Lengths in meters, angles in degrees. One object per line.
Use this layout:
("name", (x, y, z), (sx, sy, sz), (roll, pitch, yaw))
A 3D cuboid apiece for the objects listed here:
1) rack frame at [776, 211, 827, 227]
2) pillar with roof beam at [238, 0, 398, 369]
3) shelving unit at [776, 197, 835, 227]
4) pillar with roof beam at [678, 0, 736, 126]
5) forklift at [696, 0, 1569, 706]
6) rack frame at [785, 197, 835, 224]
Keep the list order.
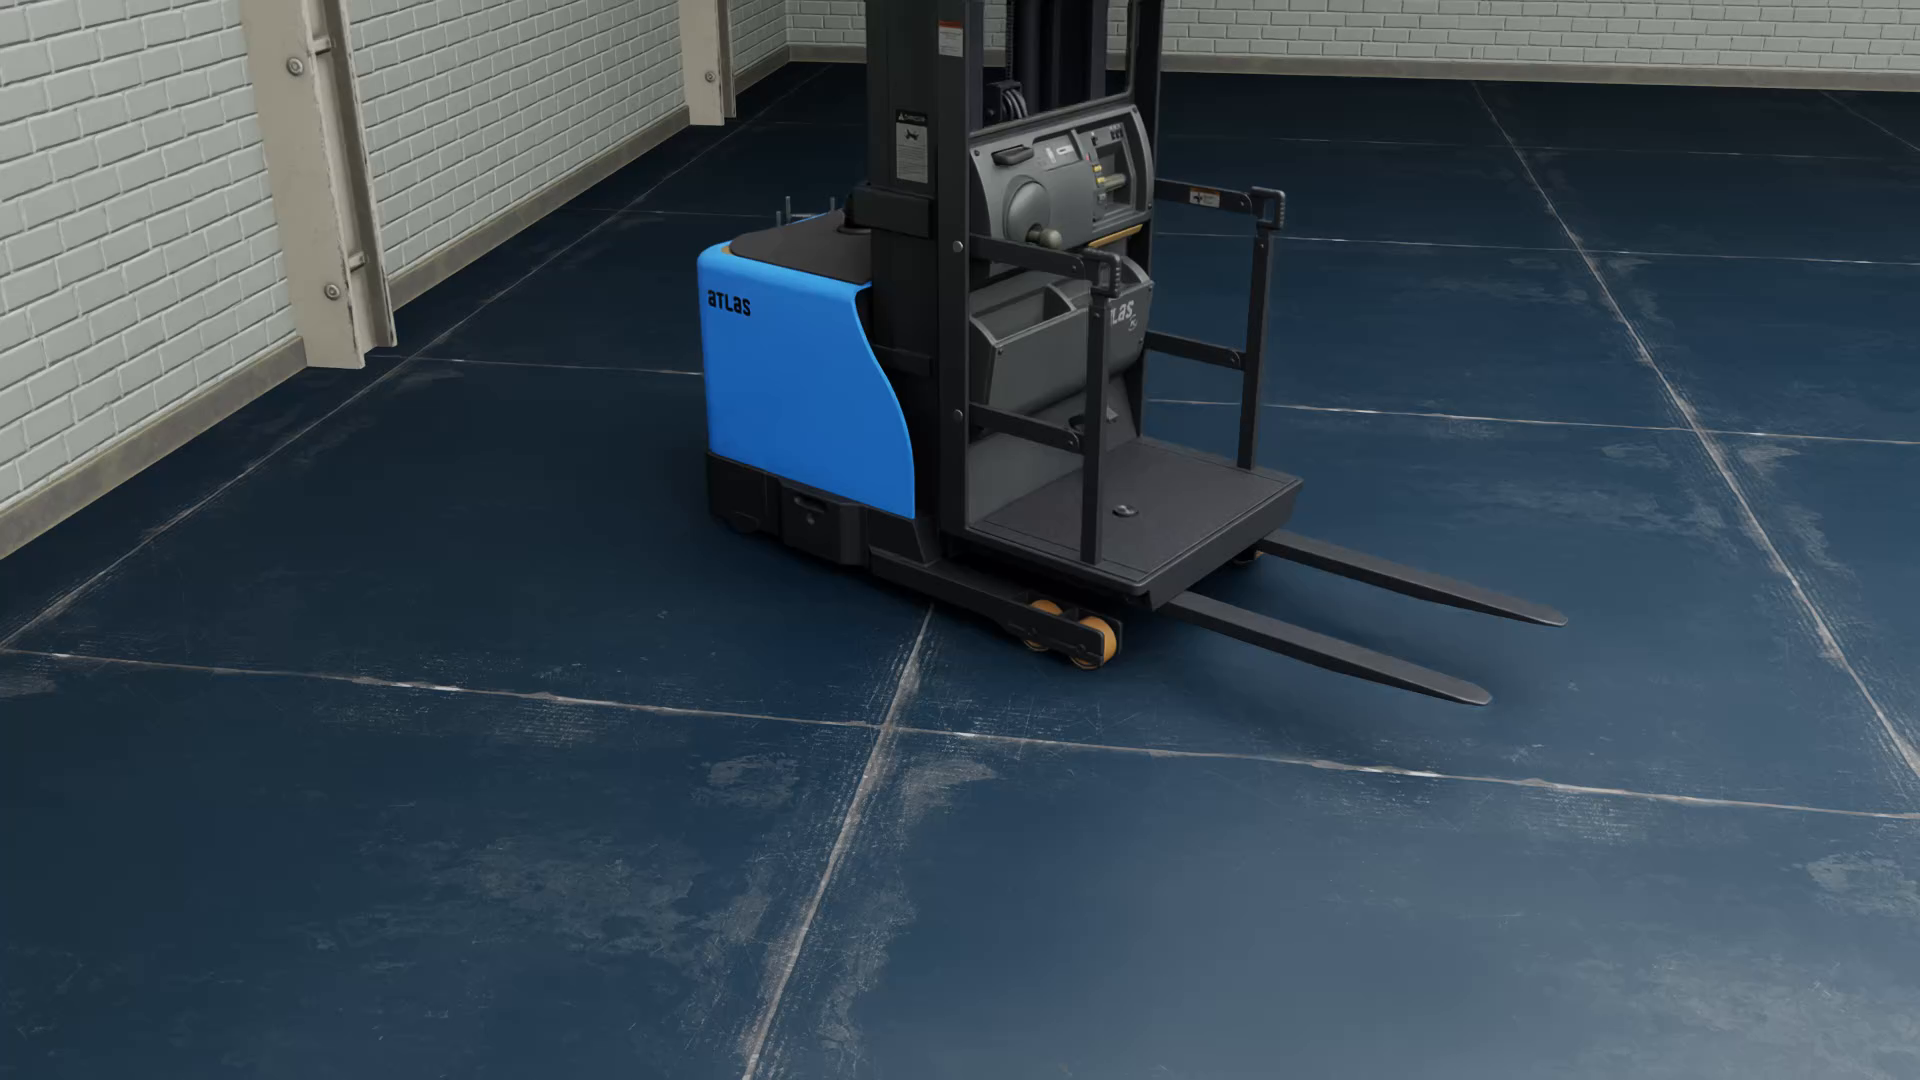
("rack frame", (-0.622, -0.811, 6.745), (0.200, 1.050, 0.008), (1, 25, 3))
("pillar with roof beam", (1.238, -4.694, 5.663), (9.100, 9.000, 0.400), (4, 25, 9))
("shelving unit", (-0.615, -0.863, 6.855), (0.215, 1.050, 0.252), (1, 25, 3))
("pillar with roof beam", (2.219, -7.203, 11.024), (9.100, 9.000, 0.400), (4, 25, 9))
("forklift", (0.510, -1.165, 5.282), (3.031, 2.935, 1.130), (18, 31, 34))
("rack frame", (-0.609, -0.915, 6.966), (0.200, 1.050, 0.008), (1, 25, 3))
